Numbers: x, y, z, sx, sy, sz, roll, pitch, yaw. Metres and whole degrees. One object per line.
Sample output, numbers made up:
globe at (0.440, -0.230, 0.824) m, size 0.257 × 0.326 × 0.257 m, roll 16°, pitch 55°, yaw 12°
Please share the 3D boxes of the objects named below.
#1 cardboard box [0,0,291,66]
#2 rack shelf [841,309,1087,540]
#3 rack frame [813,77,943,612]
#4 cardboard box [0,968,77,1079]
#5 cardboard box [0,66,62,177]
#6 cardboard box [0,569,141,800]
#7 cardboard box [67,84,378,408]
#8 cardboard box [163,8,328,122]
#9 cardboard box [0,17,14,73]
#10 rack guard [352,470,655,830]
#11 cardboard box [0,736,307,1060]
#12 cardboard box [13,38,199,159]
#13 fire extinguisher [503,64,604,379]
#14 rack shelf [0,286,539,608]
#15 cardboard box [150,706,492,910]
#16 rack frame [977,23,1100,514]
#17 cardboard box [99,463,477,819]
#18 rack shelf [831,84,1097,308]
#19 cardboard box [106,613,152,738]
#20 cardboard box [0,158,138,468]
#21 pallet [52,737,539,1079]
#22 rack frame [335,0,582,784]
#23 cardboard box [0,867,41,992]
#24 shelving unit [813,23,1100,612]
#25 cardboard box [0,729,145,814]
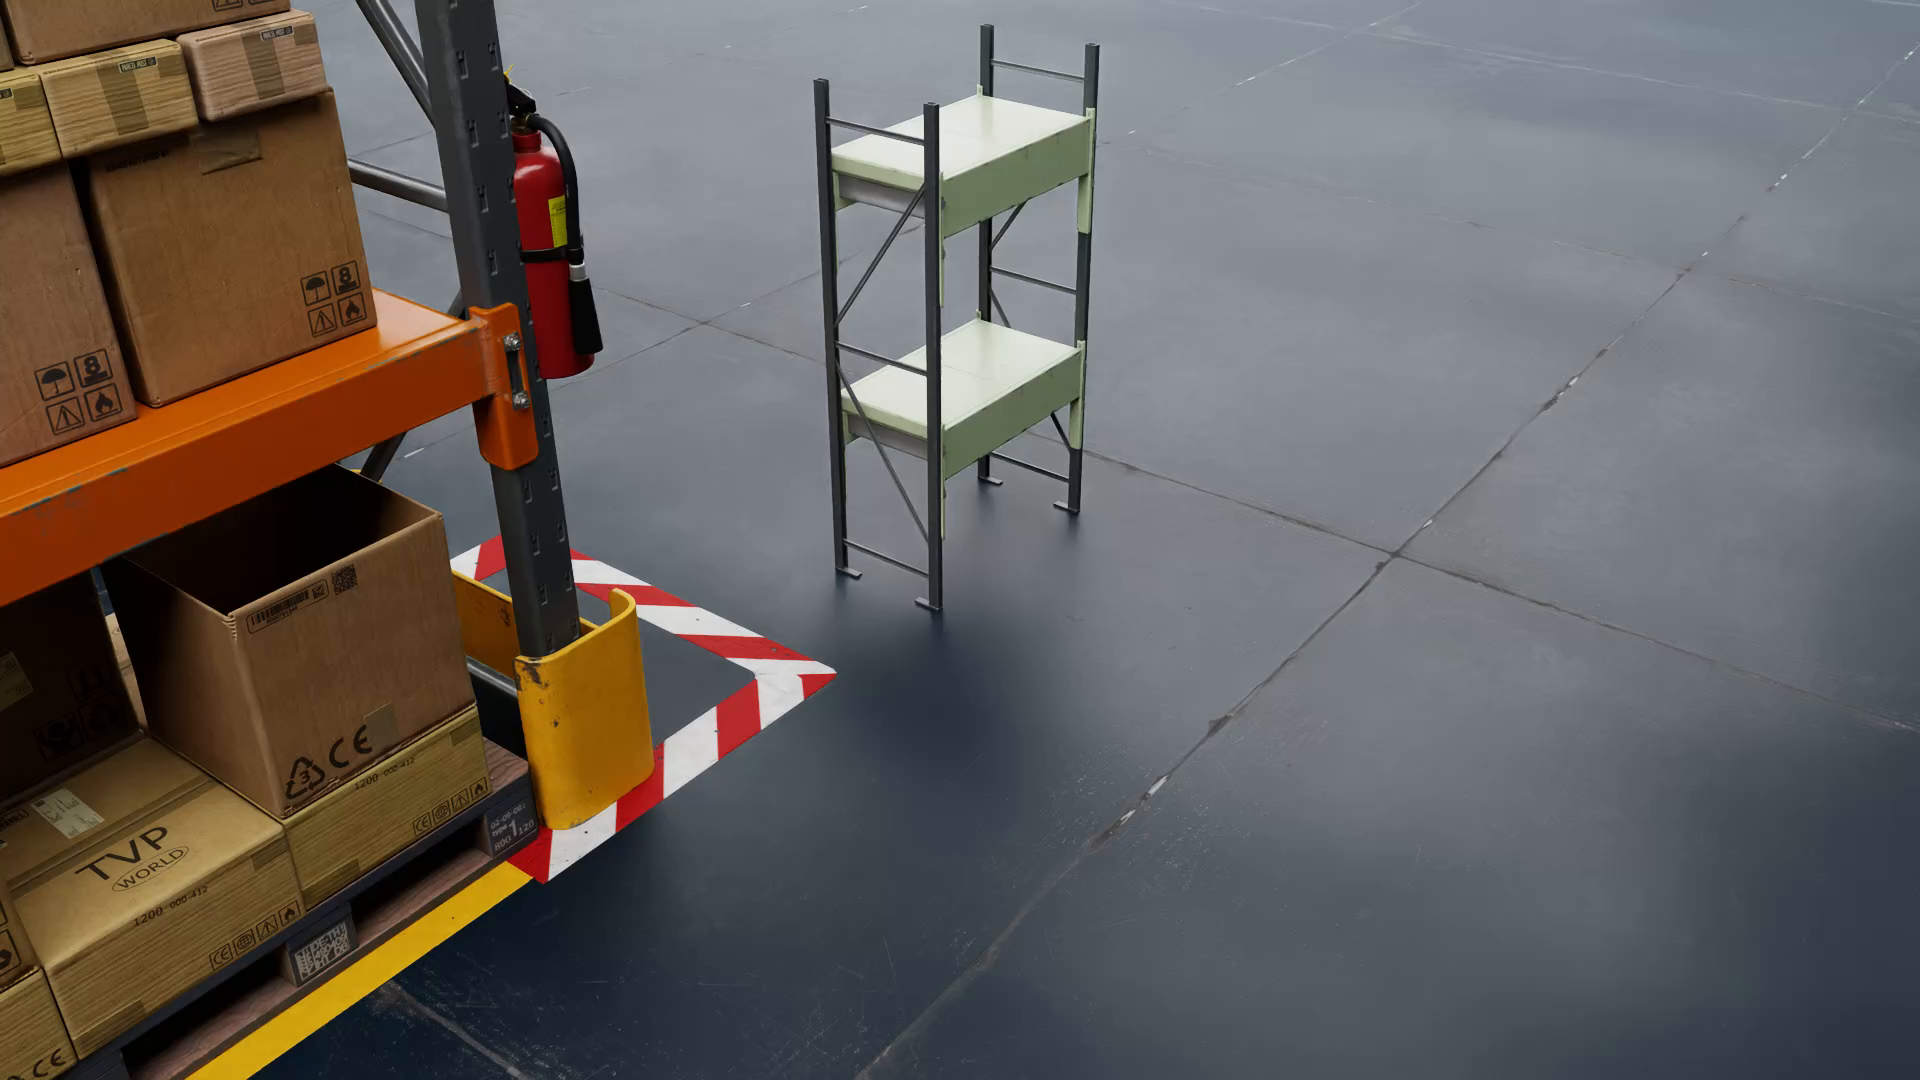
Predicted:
cardboard box at (-1.664, -1.203, 2.967) m, size 0.700 × 0.500 × 0.500 m, roll 21°, pitch 37°, yaw 31°
rack shelf at (0.004, -0.367, 5.038) m, size 0.431 × 0.370 × 0.720 m, roll 21°, pitch 37°, yaw 31°
rack frame at (-0.217, -0.499, 4.621) m, size 0.400 × 1.500 × 0.023 m, roll 21°, pitch 37°, yaw 31°
cardboard box at (-2.021, 0.913, 3.053) m, size 0.500 × 0.250 × 0.500 m, roll 21°, pitch 37°, yaw 31°
cardboard box at (-1.730, -0.706, 2.765) m, size 0.380 × 0.149 × 0.250 m, roll 21°, pitch 36°, yaw 31°
cardboard box at (-2.141, 0.224, 3.479) m, size 0.500 × 0.500 × 0.500 m, roll 21°, pitch 37°, yaw 31°
cardboard box at (-1.632, -0.666, 3.334) m, size 0.700 × 0.500 × 0.500 m, roll 21°, pitch 37°, yaw 31°
cardboard box at (-1.419, -0.917, 3.121) m, size 0.380 × 0.149 × 0.250 m, roll 20°, pitch 36°, yaw 31°
cardboard box at (-1.977, -0.987, 2.603) m, size 0.700 × 0.500 × 0.500 m, roll 20°, pitch 36°, yaw 30°
rack guard at (-1.325, 0.257, 4.327) m, size 1.175 × 0.500 × 0.348 m, roll 21°, pitch 37°, yaw 31°
cardboard box at (-1.720, 0.709, 3.396) m, size 0.500 × 0.250 × 0.500 m, roll 21°, pitch 37°, yaw 31°
cardboard box at (-1.576, -0.810, 2.941) m, size 0.380 × 0.149 × 0.250 m, roll 22°, pitch 37°, yaw 32°
fire extinguisher at (-0.898, -0.681, 3.532) m, size 0.296 × 0.674 × 0.183 m, roll 21°, pitch 37°, yaw 31°
rack shelf at (-2.547, 0.313, 2.485) m, size 1.077 × 0.370 × 4.000 m, roll 21°, pitch 37°, yaw 31°
cardboard box at (-1.428, 0.502, 3.746) m, size 0.500 × 0.250 × 0.500 m, roll 21°, pitch 37°, yaw 31°
rack frame at (0.225, -0.797, 5.123) m, size 0.400 × 1.500 × 0.023 m, roll 21°, pitch 37°, yaw 31°
cardboard box at (-1.426, 0.180, 3.553) m, size 0.500 × 0.500 × 0.500 m, roll 21°, pitch 37°, yaw 31°
rack shelf at (0.004, -0.984, 4.673) m, size 0.431 × 0.370 × 0.720 m, roll 21°, pitch 37°, yaw 31°
cardboard box at (-1.841, 0.343, 4.015) m, size 0.500 × 0.250 × 0.500 m, roll 21°, pitch 37°, yaw 31°
cardboard box at (-1.945, -0.451, 2.971) m, size 0.700 × 0.500 × 0.500 m, roll 22°, pitch 37°, yaw 32°
pallet at (-1.768, 0.714, 3.838) m, size 1.003 × 0.211 × 1.213 m, roll 21°, pitch 37°, yaw 31°
rack frame at (-1.340, -0.809, 3.673) m, size 1.000 × 3.000 × 0.127 m, roll 21°, pitch 37°, yaw 31°
cardboard box at (-2.018, 0.591, 2.860) m, size 0.500 × 0.500 × 0.500 m, roll 21°, pitch 37°, yaw 31°
shelving unit at (0.004, -0.648, 4.872) m, size 0.431 × 1.500 × 0.755 m, roll 21°, pitch 37°, yaw 31°
cardboard box at (-2.140, 0.547, 3.670) m, size 0.500 × 0.250 × 0.500 m, roll 21°, pitch 37°, yaw 31°
